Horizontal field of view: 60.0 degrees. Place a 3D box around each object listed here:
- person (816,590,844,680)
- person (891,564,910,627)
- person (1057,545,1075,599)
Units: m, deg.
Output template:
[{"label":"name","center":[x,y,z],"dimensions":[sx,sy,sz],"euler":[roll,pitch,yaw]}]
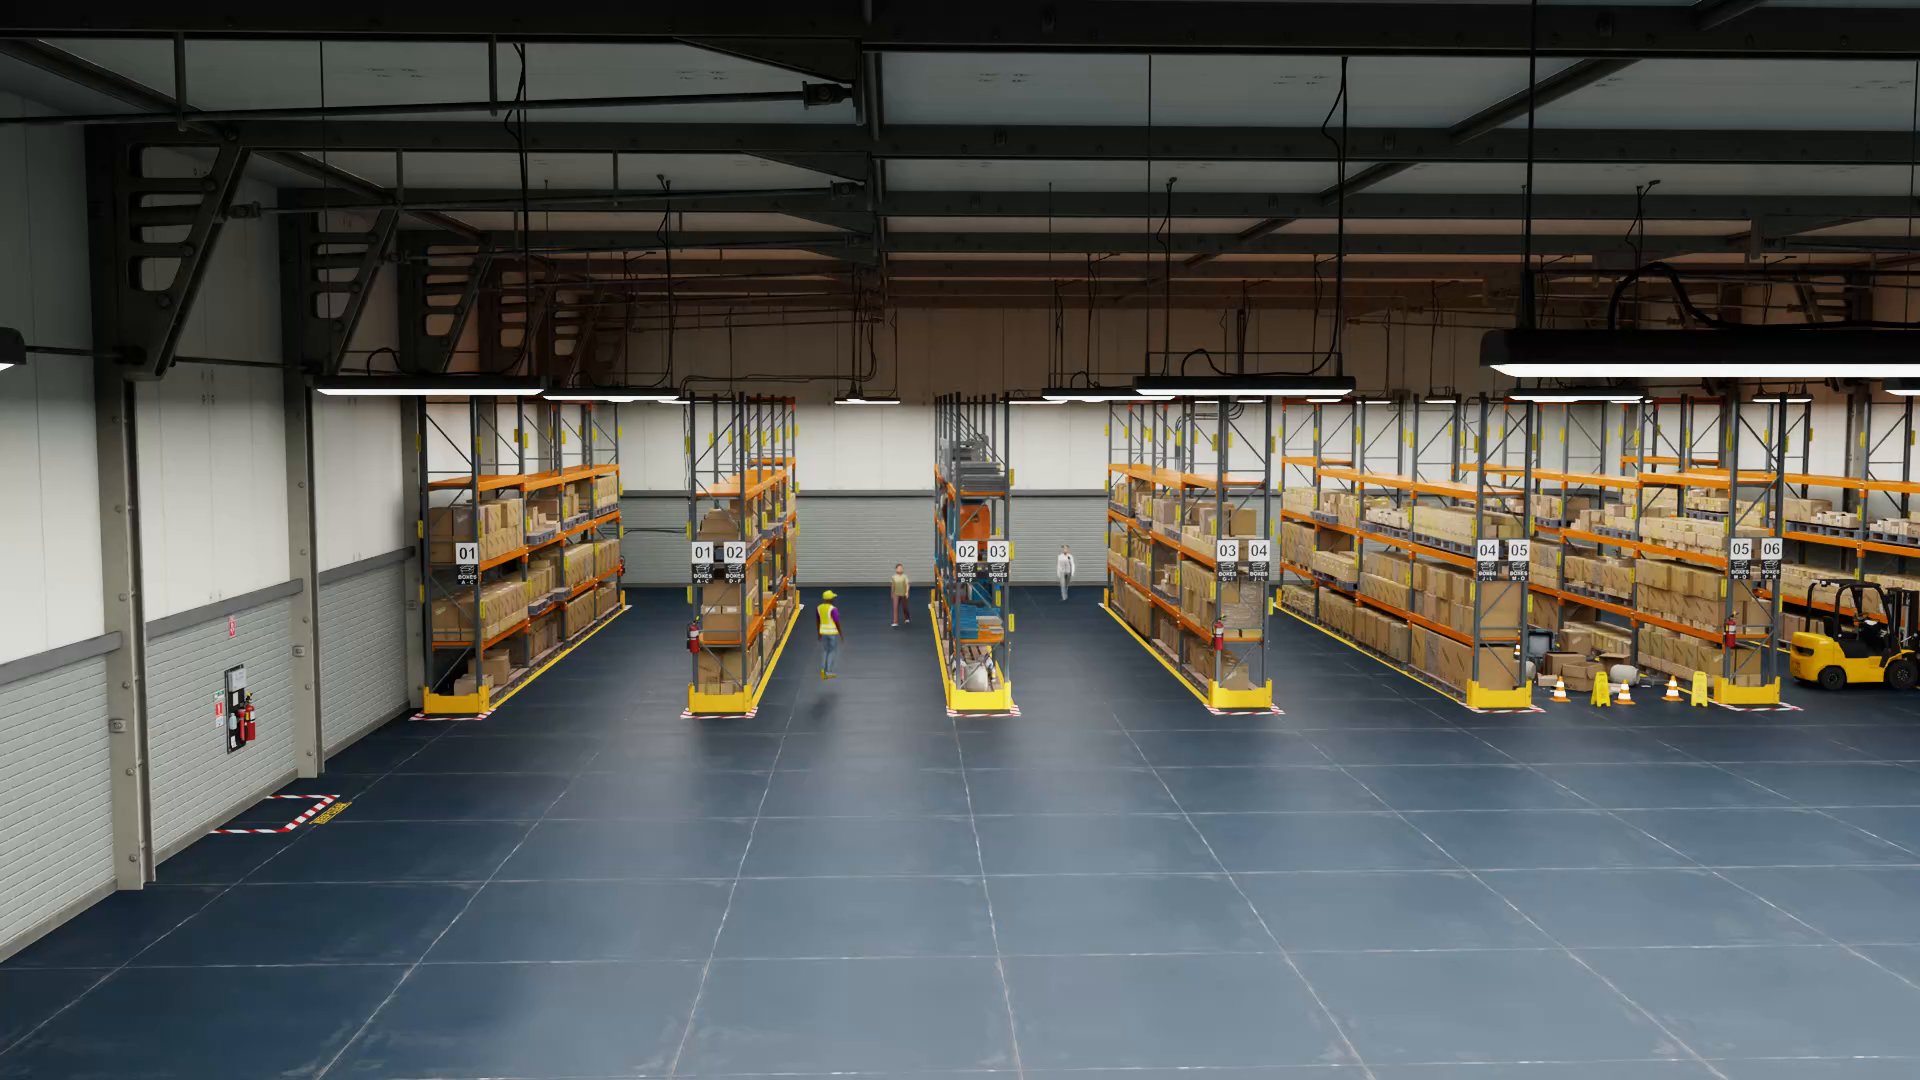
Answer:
[{"label":"person","center":[-2.611,1.918,33.321],"dimensions":[0.591,1.832,0.412],"euler":[3,5,30]},{"label":"person","center":[-1.571,1.437,43.428],"dimensions":[0.520,1.620,1.051],"euler":[1,5,11]},{"label":"person","center":[3.128,0.929,49.076],"dimensions":[0.487,1.571,0.815],"euler":[-1,5,-7]}]
